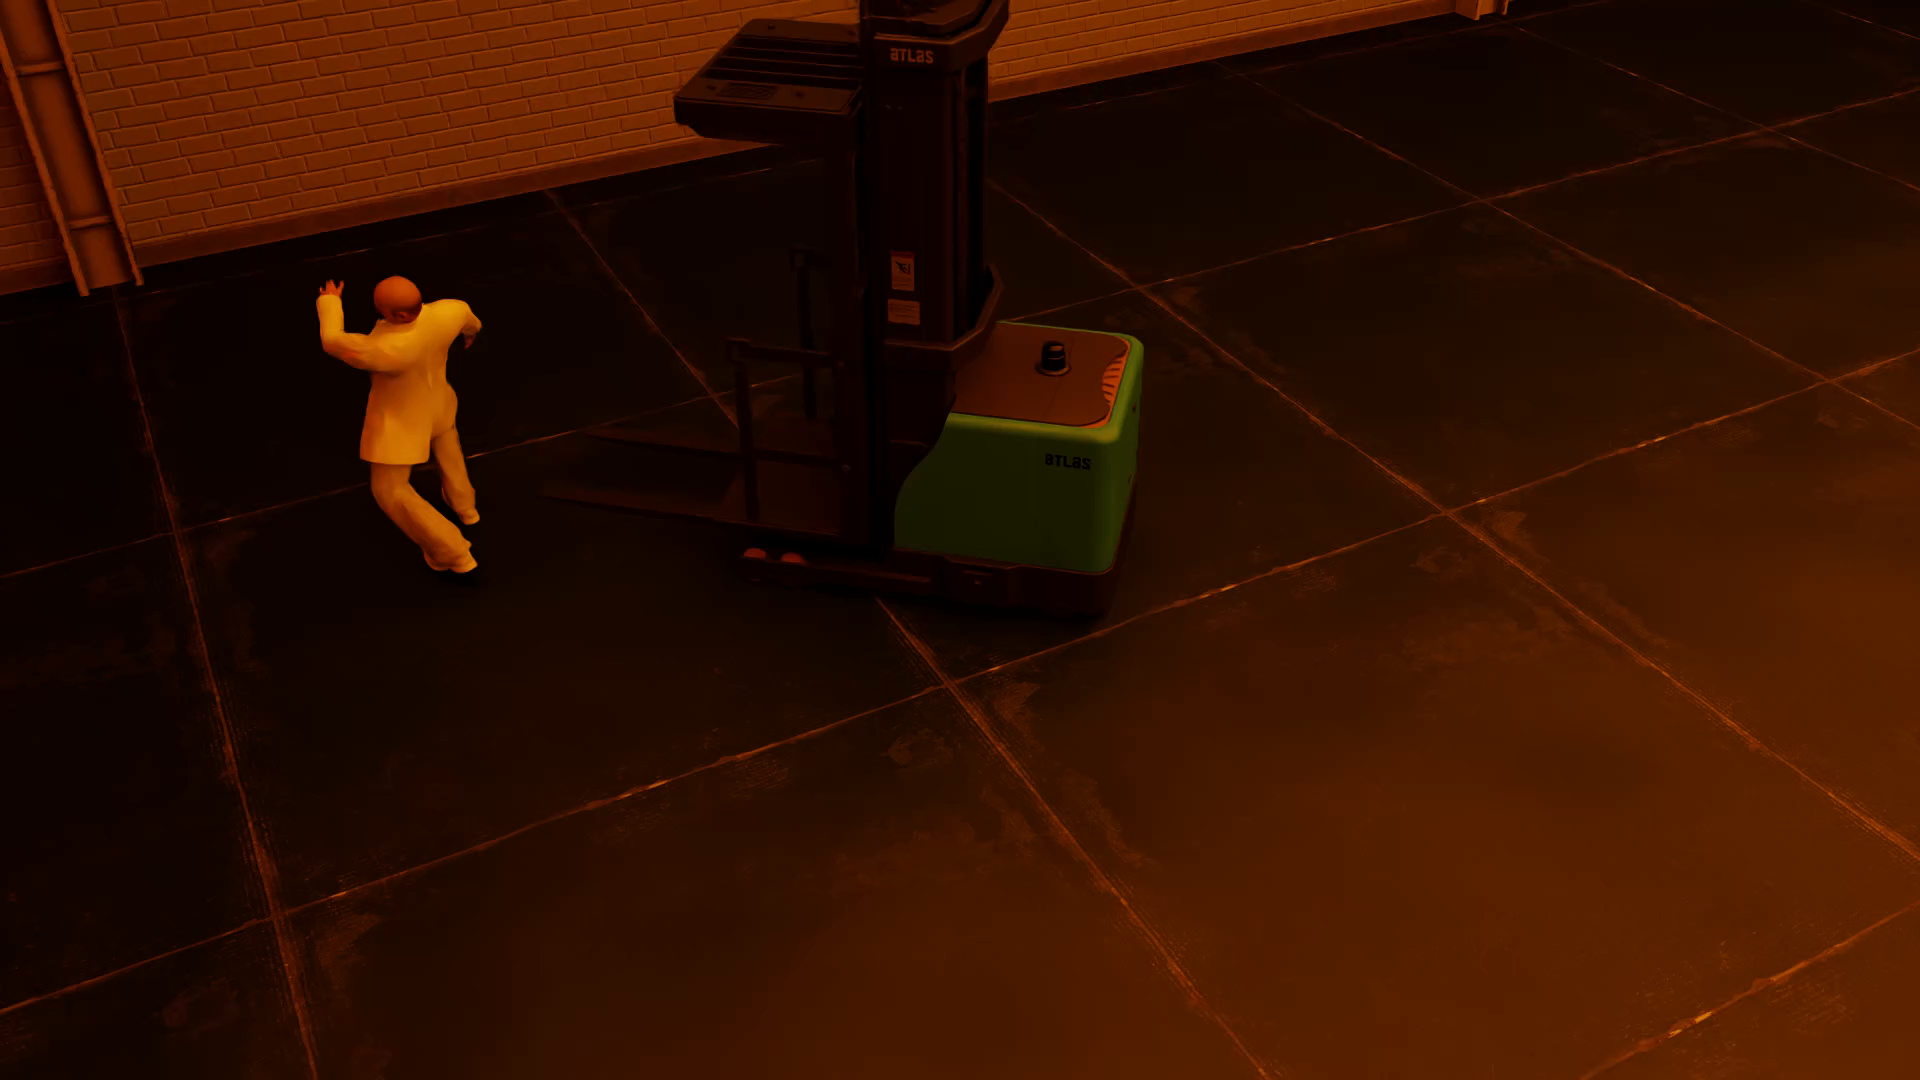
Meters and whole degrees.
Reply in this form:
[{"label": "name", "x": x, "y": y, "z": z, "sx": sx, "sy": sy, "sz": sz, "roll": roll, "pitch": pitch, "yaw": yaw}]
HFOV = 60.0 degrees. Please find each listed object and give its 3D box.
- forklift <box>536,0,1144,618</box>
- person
[{"label": "forklift", "x": -0.649, "y": -1.253, "z": 7.896, "sx": 3.031, "sy": 2.935, "sz": 1.130, "roll": 7, "pitch": 36, "yaw": 10}, {"label": "person", "x": -2.681, "y": -0.736, "z": 8.313, "sx": 0.915, "sy": 1.580, "sz": 0.944, "roll": 13, "pitch": 37, "yaw": 18}]
